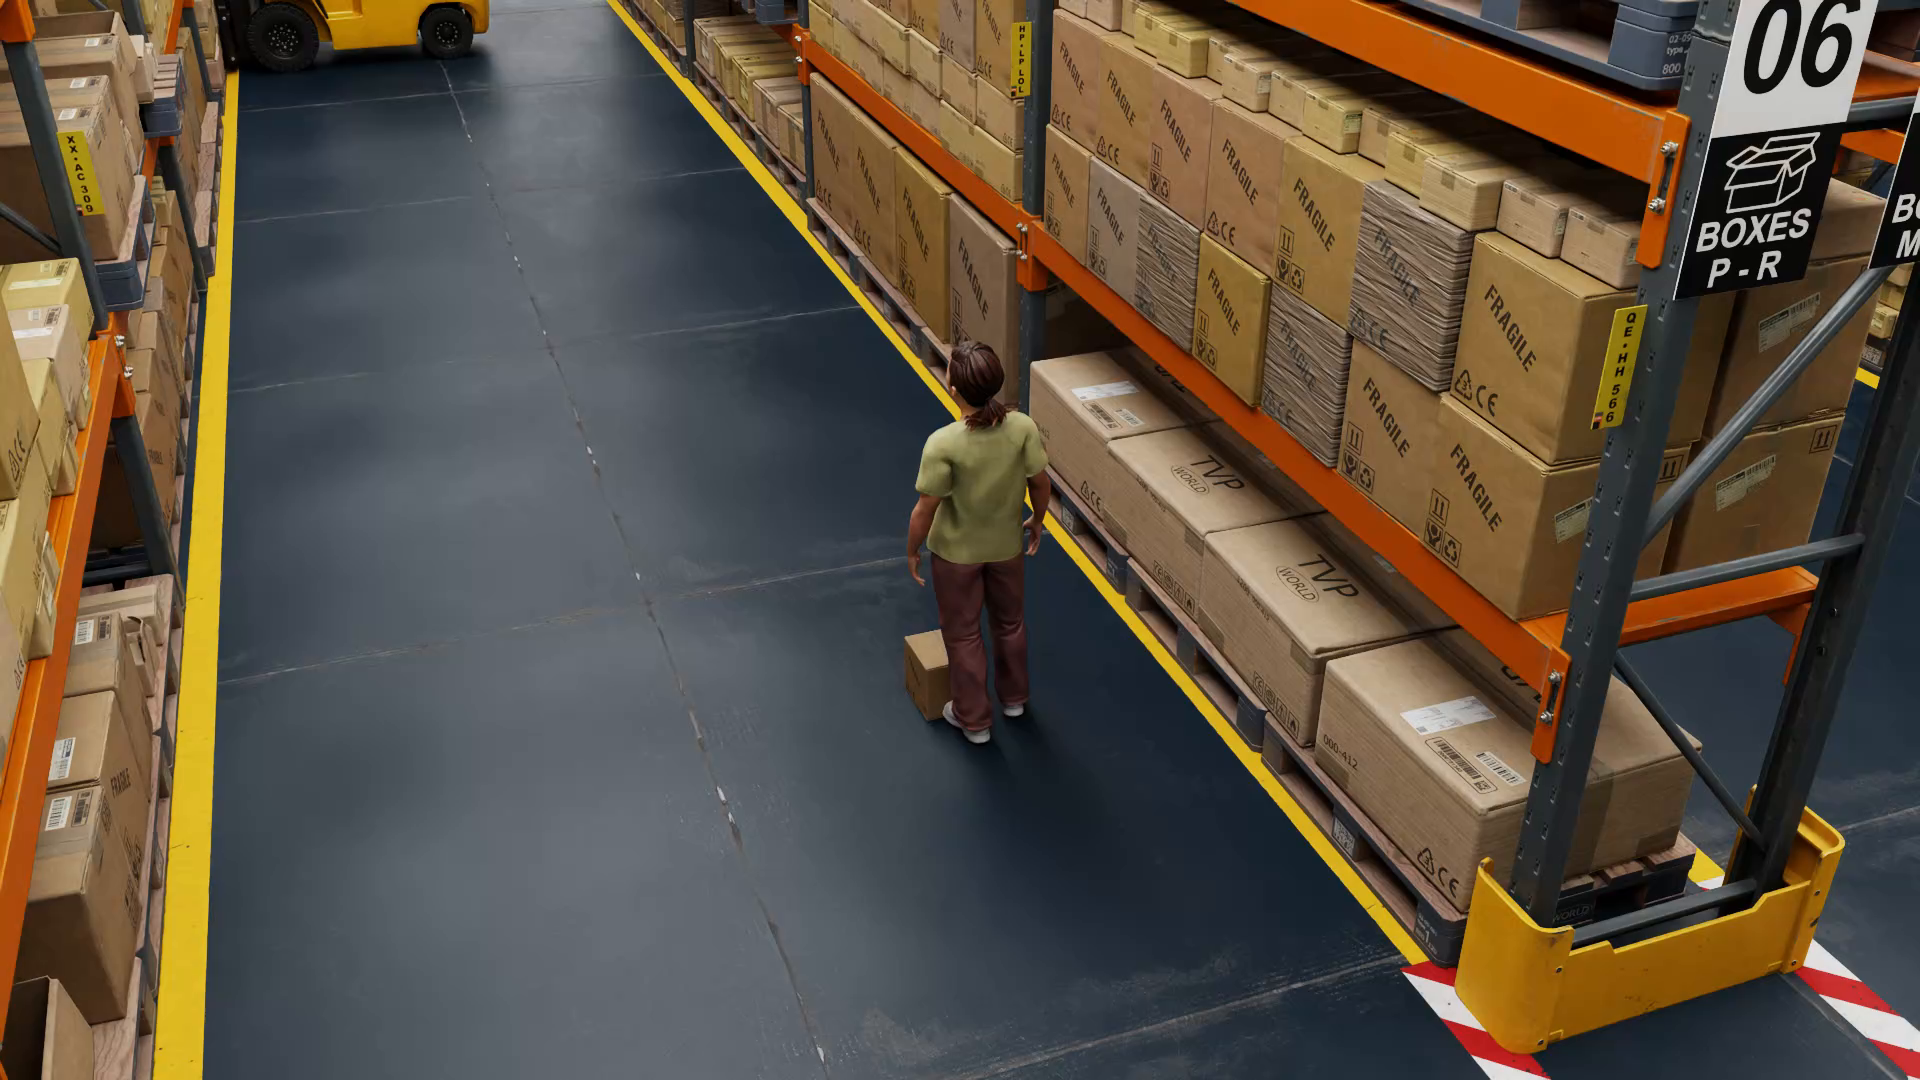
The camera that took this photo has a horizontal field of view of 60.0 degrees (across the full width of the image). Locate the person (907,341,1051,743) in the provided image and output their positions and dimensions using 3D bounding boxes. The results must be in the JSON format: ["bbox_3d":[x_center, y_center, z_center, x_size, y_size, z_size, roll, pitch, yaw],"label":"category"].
[{"bbox_3d":[0.044,0.000,6.112,0.555,1.674,0.548,-11,32,-18],"label":"person"}]
